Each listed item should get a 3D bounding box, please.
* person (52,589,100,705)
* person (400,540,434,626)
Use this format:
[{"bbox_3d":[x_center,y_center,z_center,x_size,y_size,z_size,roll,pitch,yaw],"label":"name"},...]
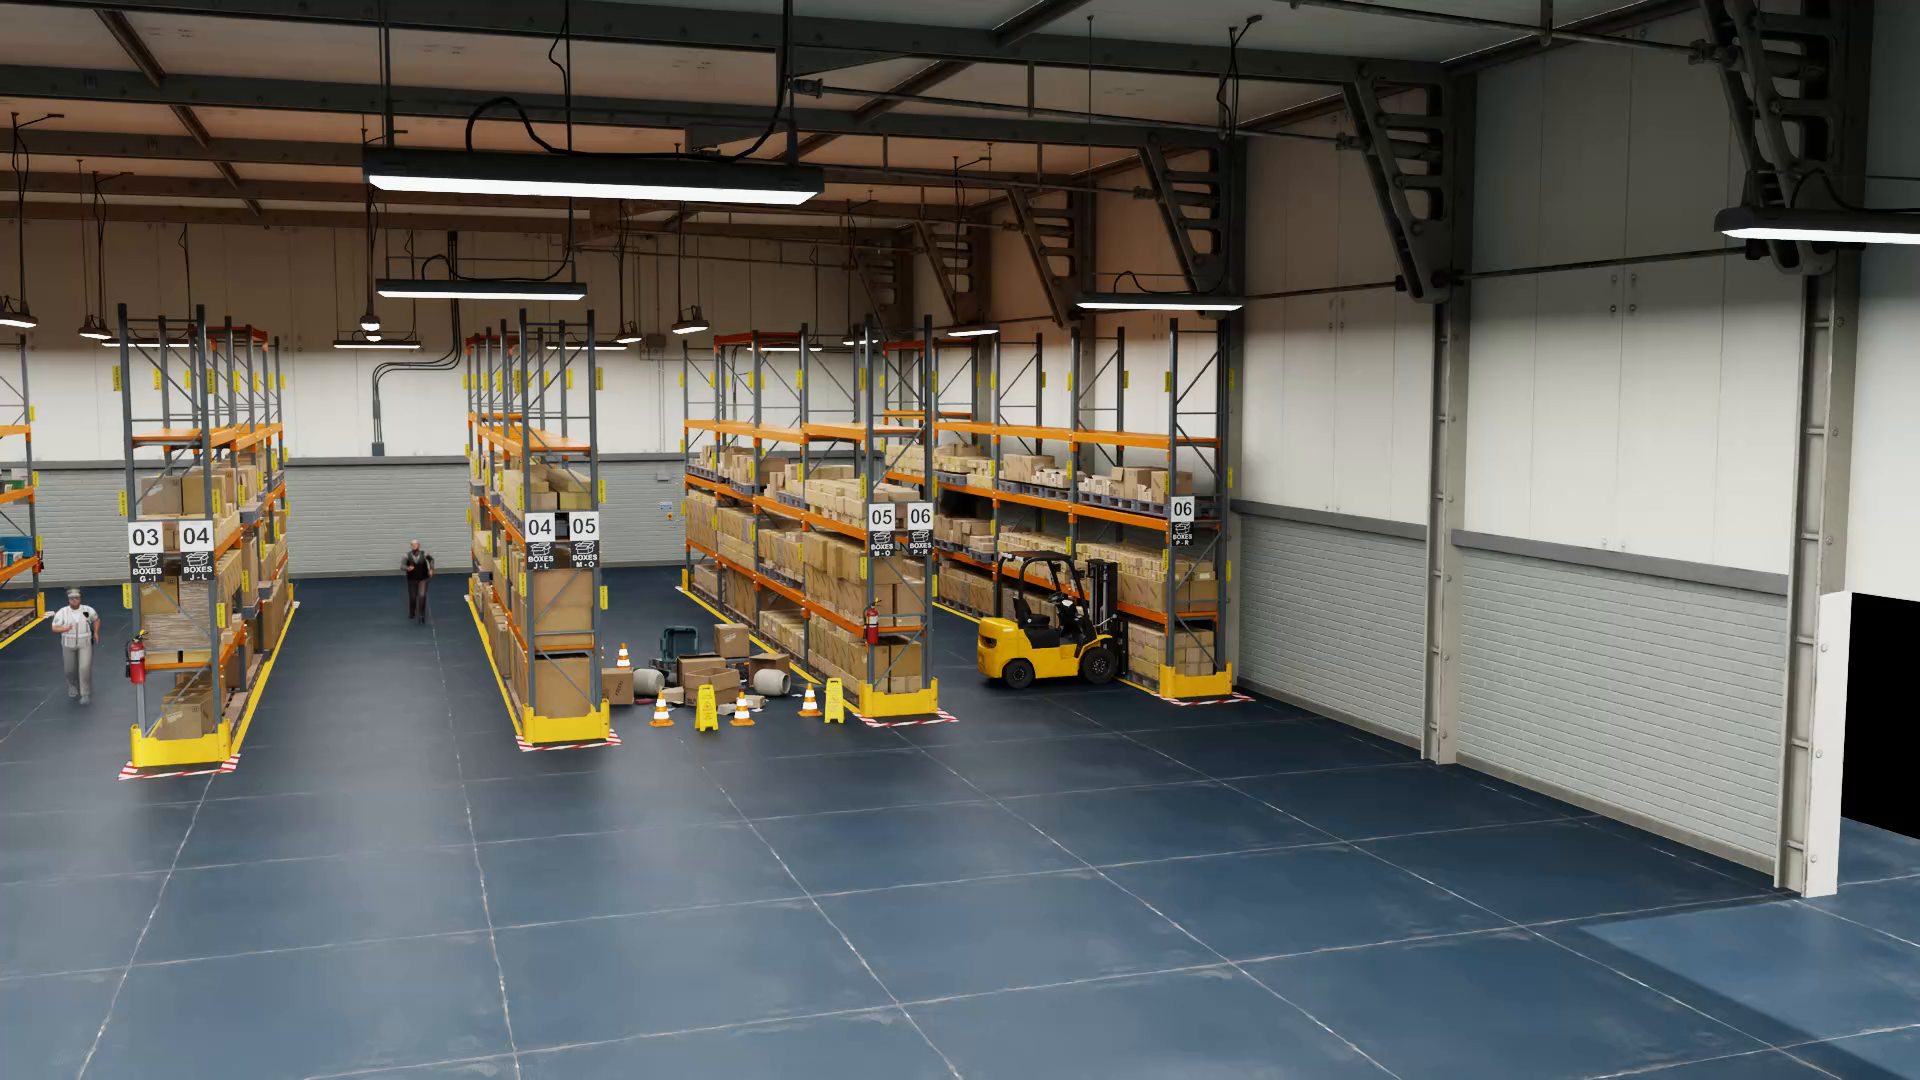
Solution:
[{"bbox_3d":[-13.789,1.635,25.970,0.662,1.768,0.987,-3,6,-27],"label":"person"},{"bbox_3d":[-11.274,0.870,34.557,0.666,1.763,0.917,-2,6,-16],"label":"person"}]
